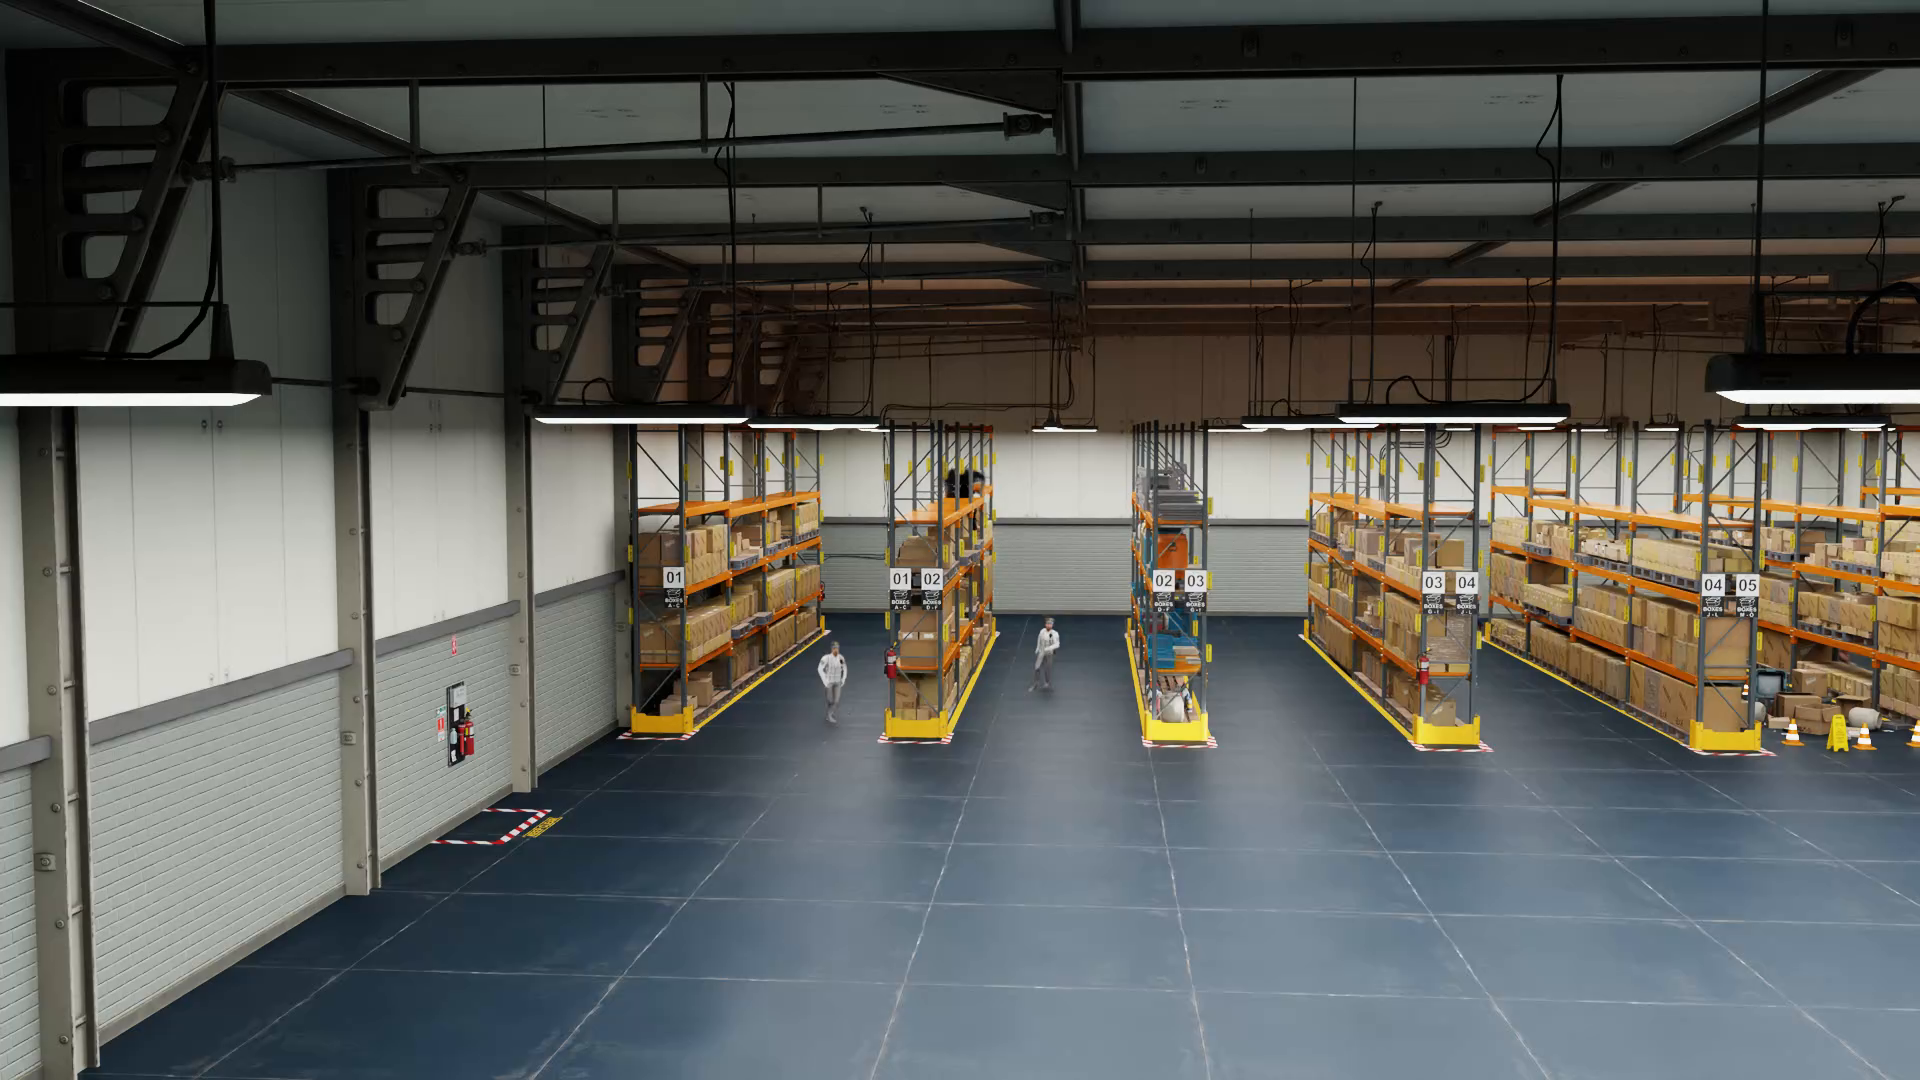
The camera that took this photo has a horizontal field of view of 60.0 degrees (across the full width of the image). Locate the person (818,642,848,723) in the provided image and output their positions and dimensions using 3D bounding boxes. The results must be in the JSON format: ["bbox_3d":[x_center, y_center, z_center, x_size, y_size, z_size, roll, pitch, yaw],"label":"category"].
[{"bbox_3d":[-2.545,2.816,33.187,0.618,1.632,0.522,-1,4,-18],"label":"person"}]

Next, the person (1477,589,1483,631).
[{"bbox_3d":[14.700,1.913,47.669,0.618,1.647,0.607,-3,4,-35],"label":"person"}]

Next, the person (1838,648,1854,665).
[{"bbox_3d":[21.378,2.399,40.213,0.625,1.572,0.741,-1,4,-10],"label":"person"}]

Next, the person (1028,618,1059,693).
[{"bbox_3d":[1.914,2.542,36.966,0.662,1.663,0.797,1,4,18],"label":"person"}]
